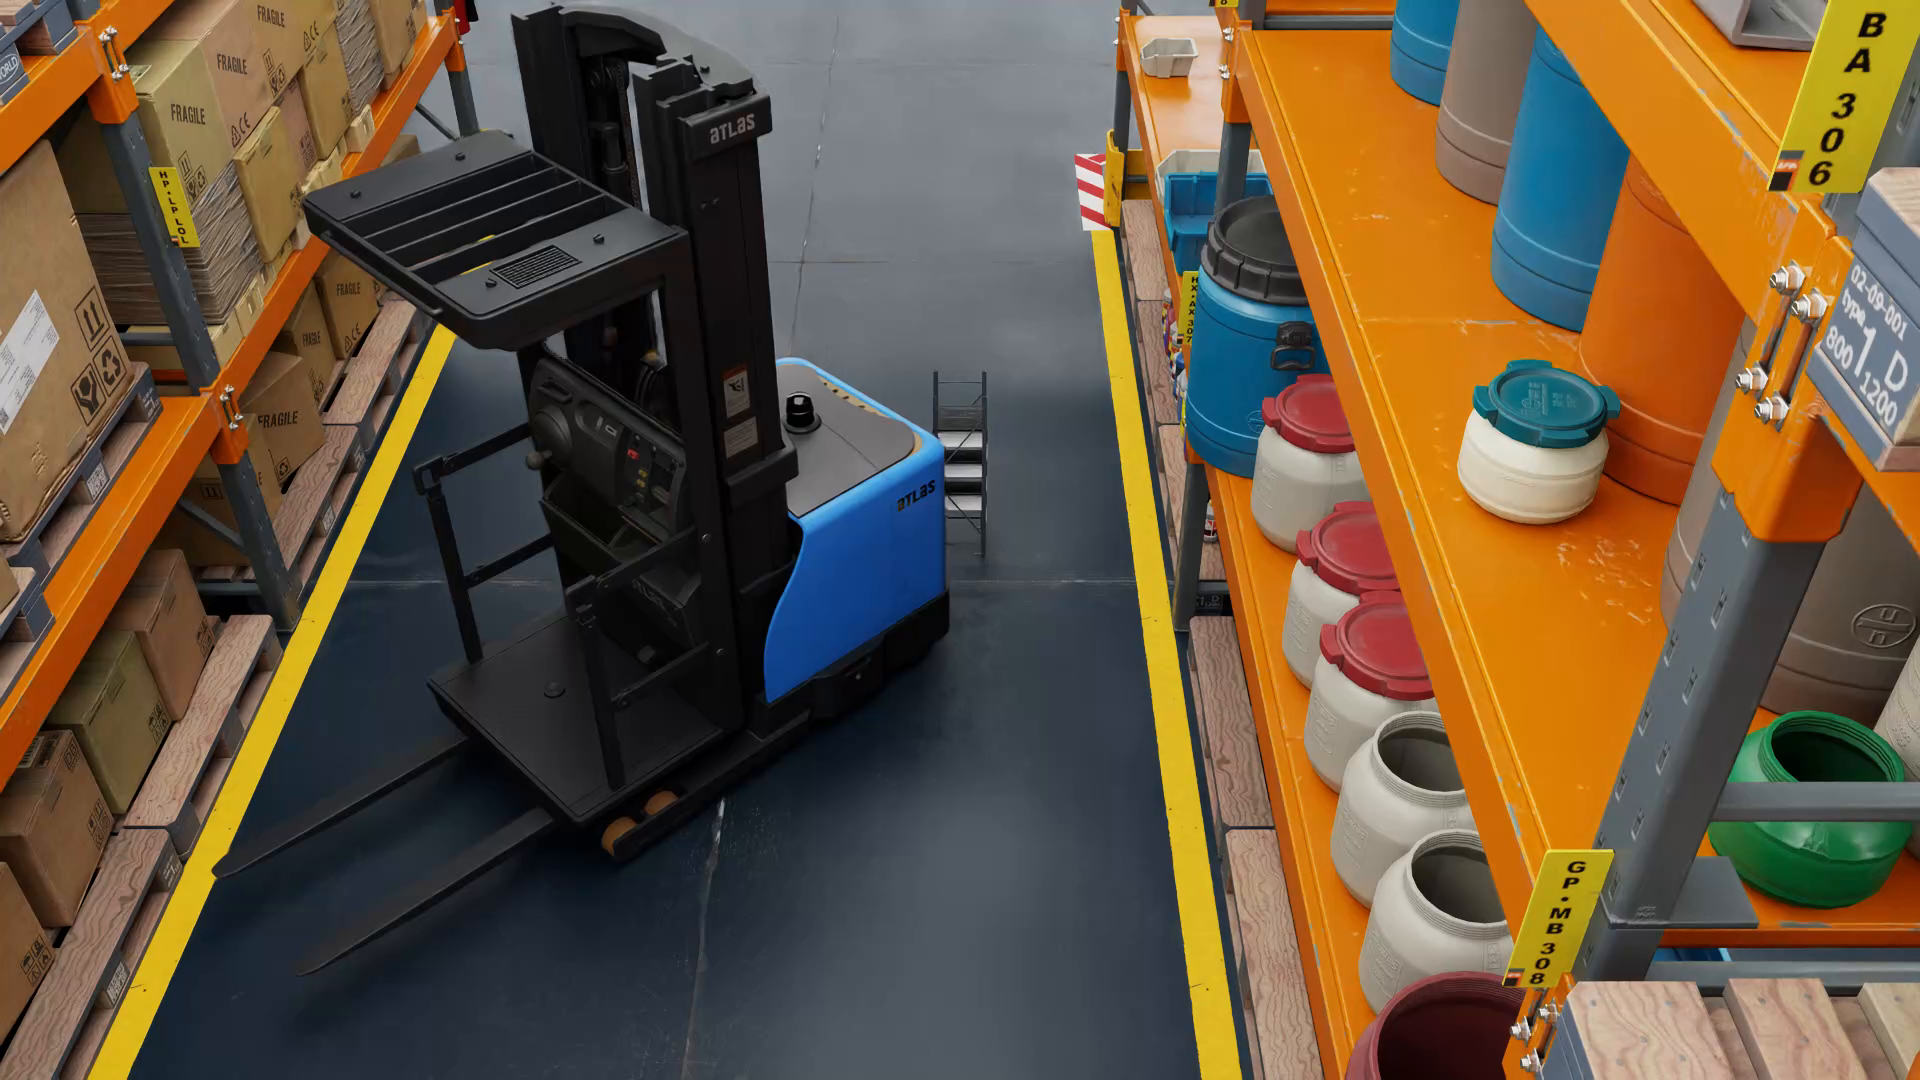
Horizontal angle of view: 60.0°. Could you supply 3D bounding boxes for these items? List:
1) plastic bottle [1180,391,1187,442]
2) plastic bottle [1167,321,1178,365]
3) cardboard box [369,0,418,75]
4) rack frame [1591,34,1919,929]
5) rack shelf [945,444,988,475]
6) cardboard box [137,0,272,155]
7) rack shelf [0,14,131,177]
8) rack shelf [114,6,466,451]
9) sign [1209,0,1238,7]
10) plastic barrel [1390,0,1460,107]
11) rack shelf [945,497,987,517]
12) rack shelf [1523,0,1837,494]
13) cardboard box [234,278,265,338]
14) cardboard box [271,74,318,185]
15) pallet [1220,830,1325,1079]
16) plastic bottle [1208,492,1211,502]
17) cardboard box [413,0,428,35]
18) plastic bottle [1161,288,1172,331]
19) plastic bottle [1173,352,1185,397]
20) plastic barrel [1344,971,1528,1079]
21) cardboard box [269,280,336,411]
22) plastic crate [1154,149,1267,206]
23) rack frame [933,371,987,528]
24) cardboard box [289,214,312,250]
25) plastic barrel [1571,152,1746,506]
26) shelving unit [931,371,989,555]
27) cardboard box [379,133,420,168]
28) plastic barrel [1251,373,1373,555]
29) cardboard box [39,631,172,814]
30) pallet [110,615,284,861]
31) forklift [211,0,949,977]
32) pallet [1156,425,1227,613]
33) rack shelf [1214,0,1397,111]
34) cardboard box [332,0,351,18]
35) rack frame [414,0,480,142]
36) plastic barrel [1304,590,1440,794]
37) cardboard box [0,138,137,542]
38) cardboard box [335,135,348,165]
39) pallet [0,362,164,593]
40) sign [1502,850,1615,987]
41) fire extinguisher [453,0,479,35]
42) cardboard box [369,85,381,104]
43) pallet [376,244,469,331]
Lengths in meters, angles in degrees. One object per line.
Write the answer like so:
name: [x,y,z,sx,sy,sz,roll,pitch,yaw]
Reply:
plastic bottle: [1.171,-0.654,8.179,0.144,0.351,0.185,0,39,0]
plastic bottle: [1.147,-1.052,8.739,0.097,0.271,0.097,0,39,0]
cardboard box: [-3.403,-2.788,8.758,0.875,0.500,0.500,0,39,0]
rack frame: [1.465,-0.631,1.587,1.000,3.000,0.127,0,39,0]
rack shelf: [0.000,-0.390,7.672,0.258,0.077,0.200,0,39,0]
cardboard box: [-3.241,-1.927,6.885,0.500,0.500,0.500,0,39,0]
rack shelf: [-3.490,-0.427,4.306,1.077,0.370,4.000,0,39,0]
rack shelf: [-3.495,-1.758,8.366,1.077,0.370,4.000,0,39,0]
sign: [0.910,-1.972,5.652,0.100,0.325,0.005,0,39,0]
plastic barrel: [1.678,-1.840,5.093,0.600,0.901,0.708,0,39,0]
rack shelf: [0.000,-0.180,7.841,0.258,0.077,0.200,0,39,0]
rack shelf: [1.463,-1.445,3.498,1.077,0.370,4.000,0,39,0]
cardboard box: [-3.179,-0.981,7.022,0.380,0.149,0.250,0,39,0]
cardboard box: [-3.498,-1.850,7.587,0.875,0.500,0.500,0,39,0]
pallet: [1.504,1.553,5.889,1.003,0.211,1.213,0,39,0]
plastic bottle: [1.130,-0.204,7.672,0.061,0.283,0.133,2,39,2]
cardboard box: [-3.290,-3.013,9.558,0.380,0.149,0.250,0,39,0]
plastic bottle: [1.146,-1.266,9.006,0.097,0.271,0.097,0,39,0]
plastic bottle: [1.147,-0.862,8.503,0.097,0.271,0.097,0,39,0]
plastic barrel: [1.162,1.367,3.783,0.600,0.536,0.708,0,39,0]
cardboard box: [-3.540,-0.973,8.474,0.500,0.500,0.500,-3,39,-4]
plastic crate: [1.205,-1.704,7.934,0.530,0.136,0.437,0,39,0]
rack frame: [0.000,-0.410,7.787,0.240,0.900,0.006,0,39,0]
cardboard box: [-3.176,-1.450,7.607,0.380,0.149,0.250,0,39,0]
plastic barrel: [1.680,-0.551,3.542,0.600,0.830,0.708,0,39,0]
shelving unit: [0.000,-0.346,7.708,0.258,0.900,0.210,0,39,0]
cardboard box: [-3.513,-2.087,9.865,0.500,0.500,0.500,7,39,8]
plastic barrel: [1.242,-0.246,5.795,0.433,0.535,0.433,0,39,0]
cardboard box: [-3.532,0.698,6.373,0.700,0.500,0.500,0,39,0]
pallet: [-3.490,0.787,6.845,1.003,0.211,1.213,0,39,0]
forklift: [-1.449,-0.272,5.991,3.031,2.935,1.130,-32,48,-33]
pallet: [1.501,-0.123,7.981,1.003,0.211,1.213,0,39,0]
rack shelf: [1.458,-2.932,7.432,1.077,0.370,4.000,0,39,0]
cardboard box: [-3.245,-2.866,8.055,0.500,0.500,0.500,0,39,0]
rack frame: [-3.497,-3.289,9.702,1.000,3.000,0.127,0,39,0]
plastic barrel: [1.244,0.483,4.885,0.433,0.535,0.433,0,39,0]
cardboard box: [-3.632,-0.689,5.641,1.000,1.000,1.000,0,39,0]
cardboard box: [-3.253,-1.919,8.192,0.380,0.149,0.250,0,39,0]
pallet: [-3.637,-0.235,6.044,1.003,0.211,1.213,0,39,0]
sign: [0.915,0.585,2.552,0.100,0.325,0.005,0,39,0]
fire extinguisher: [-3.036,-3.331,9.815,0.296,0.674,0.183,0,39,0]
cardboard box: [-3.295,-2.388,8.777,0.380,0.149,0.250,0,39,0]
pallet: [-3.531,-1.646,9.880,1.003,0.211,1.213,0,39,0]
